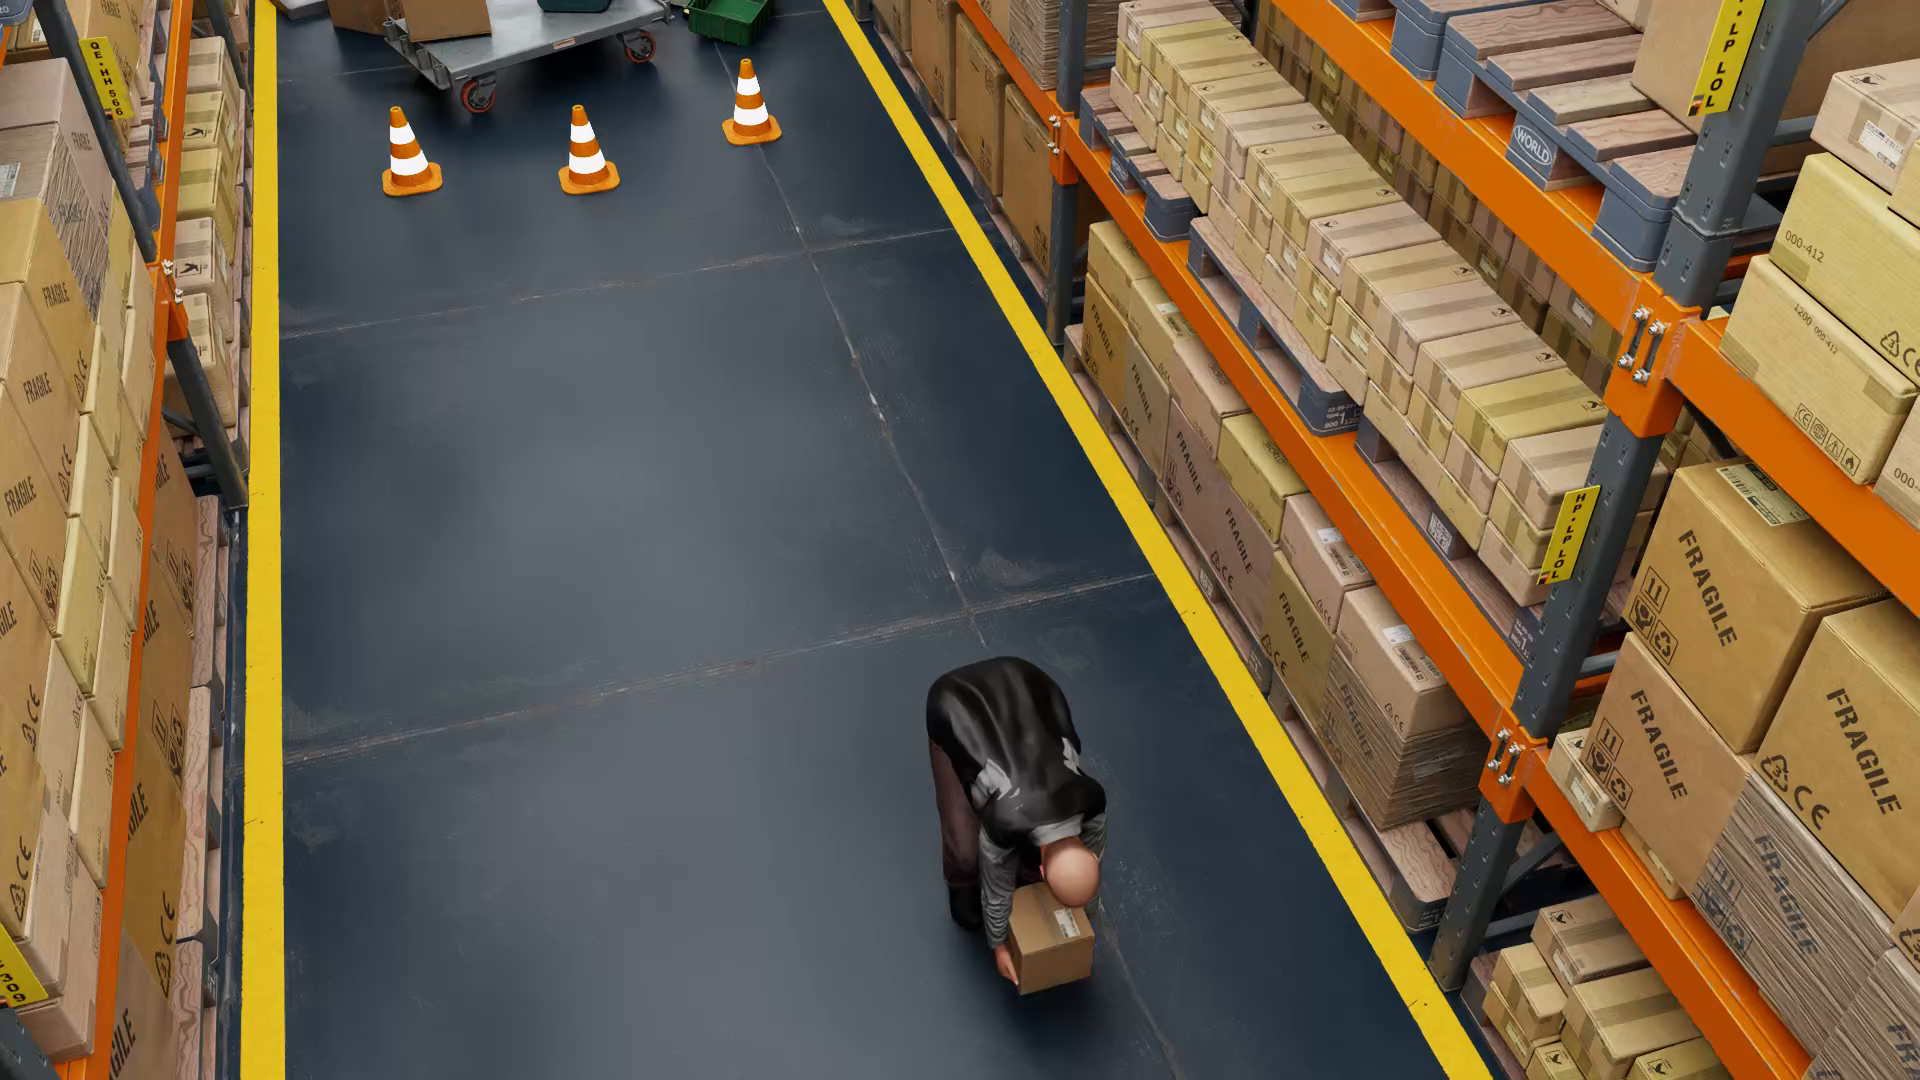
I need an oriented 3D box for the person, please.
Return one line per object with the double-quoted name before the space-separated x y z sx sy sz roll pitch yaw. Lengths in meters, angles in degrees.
"person" 0.203 0.995 5.562 0.475 1.065 0.957 -14 44 -15
